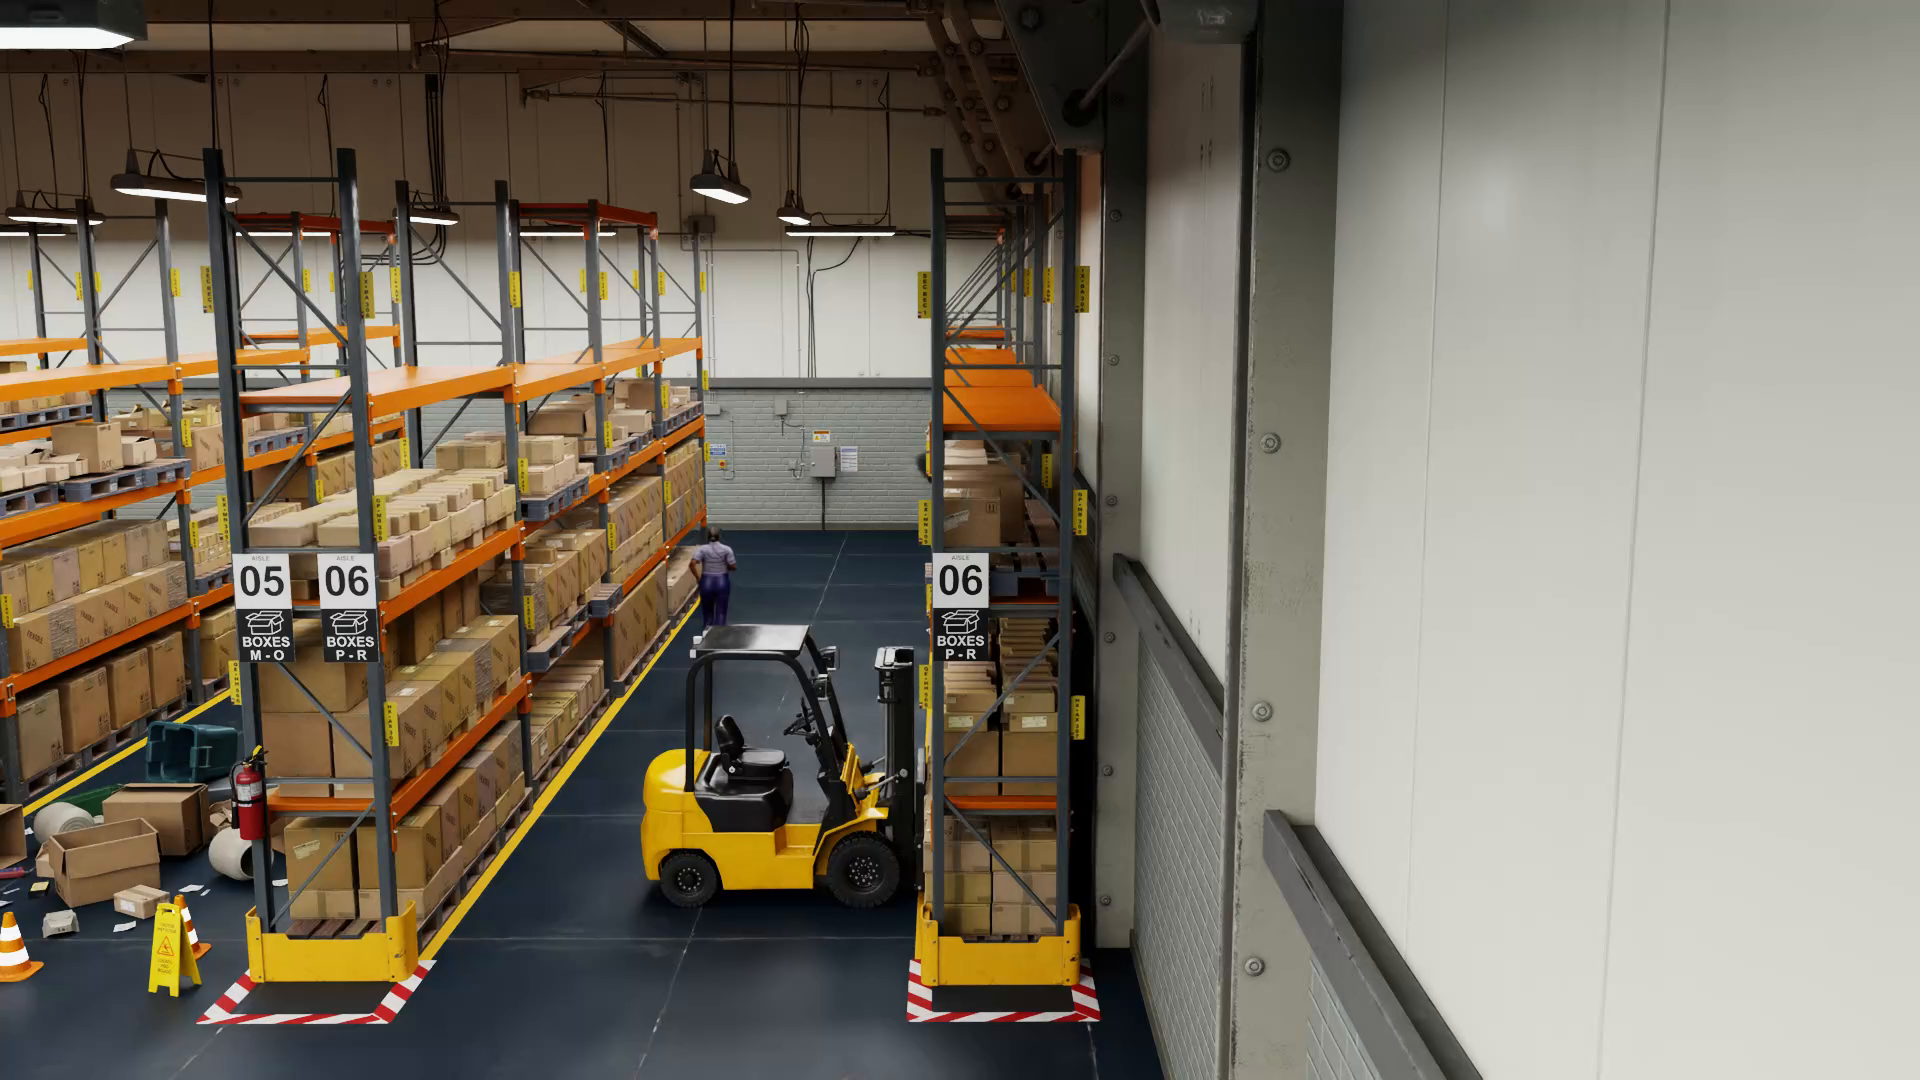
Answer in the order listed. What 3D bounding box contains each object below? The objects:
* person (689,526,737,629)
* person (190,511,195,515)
[{"bbox_3d":[-3.170,0.683,21.494,0.584,1.754,0.666,0,9,-1],"label":"person"},{"bbox_3d":[-11.506,0.359,25.161,0.586,1.655,0.619,2,9,12],"label":"person"}]
